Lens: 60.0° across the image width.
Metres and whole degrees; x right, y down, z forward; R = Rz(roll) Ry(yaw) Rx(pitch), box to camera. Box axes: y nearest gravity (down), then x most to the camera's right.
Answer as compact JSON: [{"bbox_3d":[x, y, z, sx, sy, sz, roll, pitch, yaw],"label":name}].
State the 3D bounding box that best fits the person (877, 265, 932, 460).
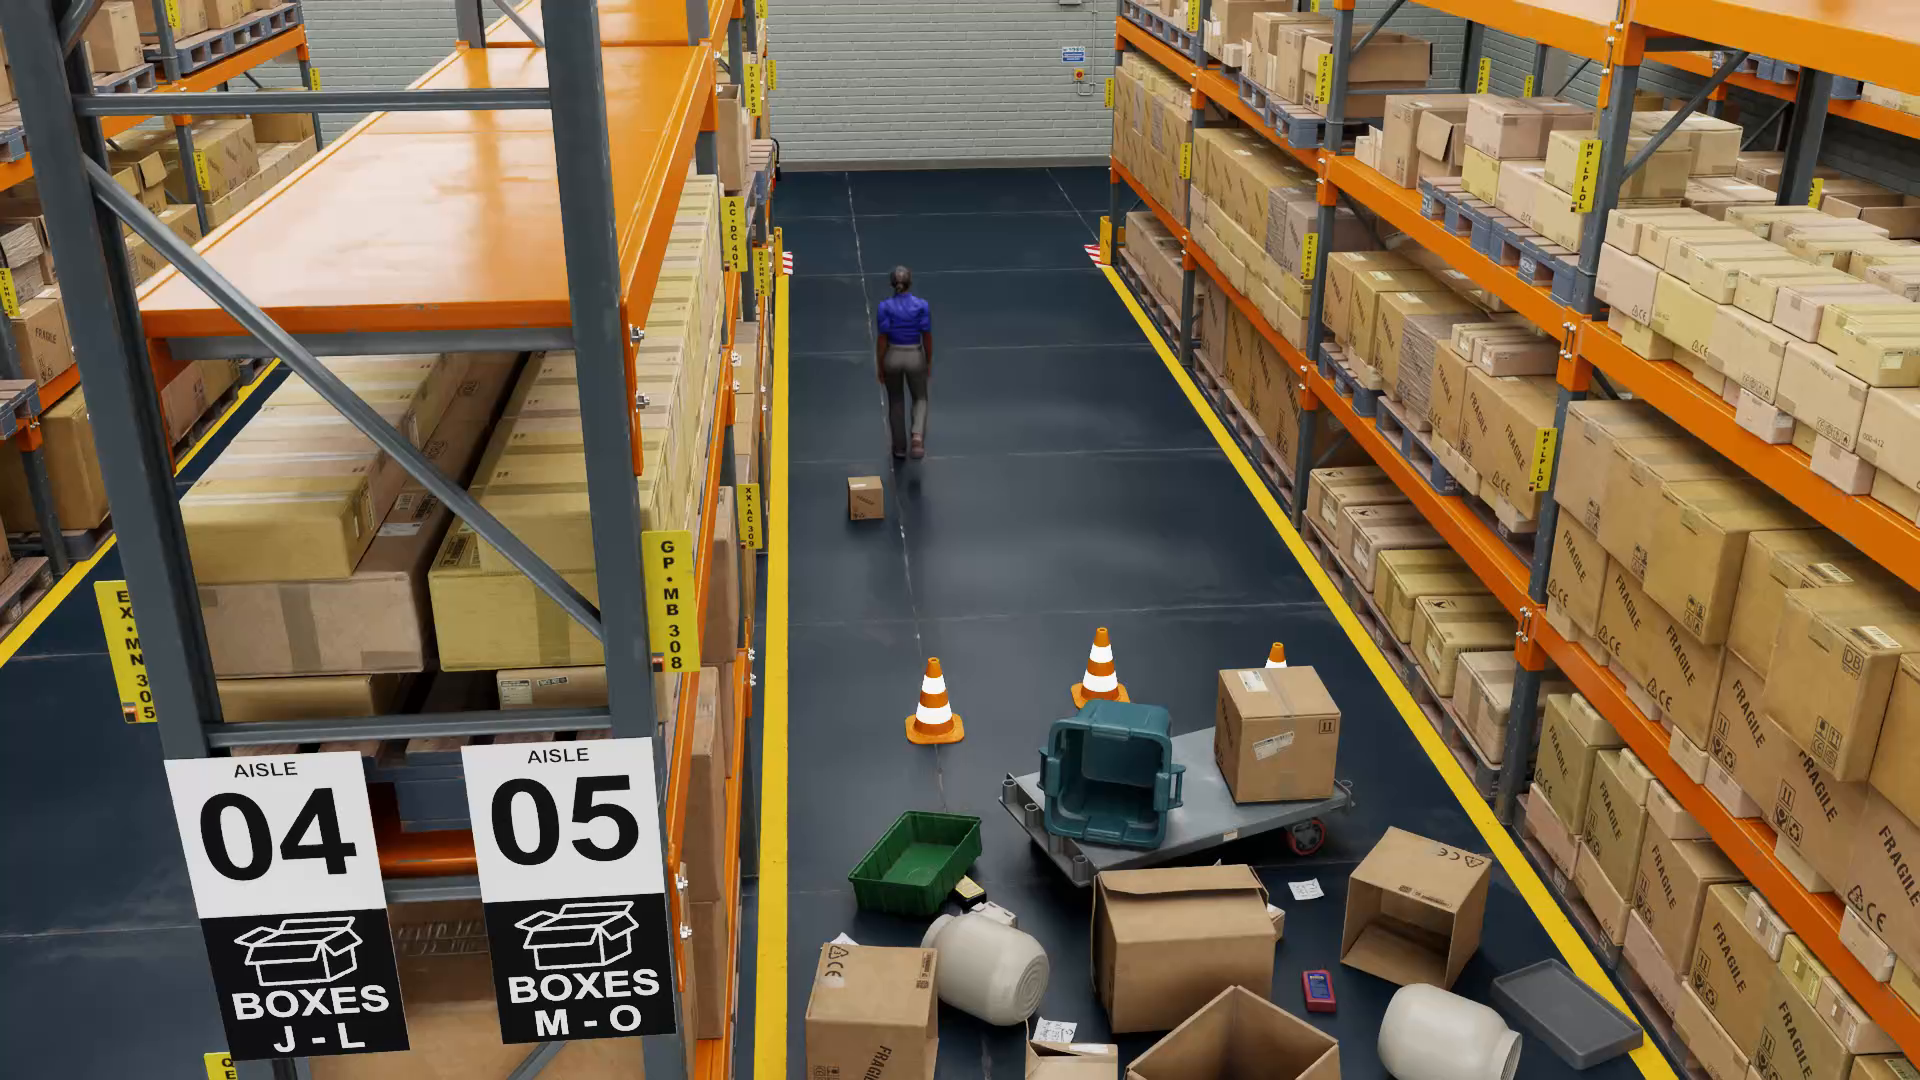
[{"bbox_3d":[-0.446,-1.416,13.485,0.448,1.626,0.631,-2,24,-3],"label":"person"}]
